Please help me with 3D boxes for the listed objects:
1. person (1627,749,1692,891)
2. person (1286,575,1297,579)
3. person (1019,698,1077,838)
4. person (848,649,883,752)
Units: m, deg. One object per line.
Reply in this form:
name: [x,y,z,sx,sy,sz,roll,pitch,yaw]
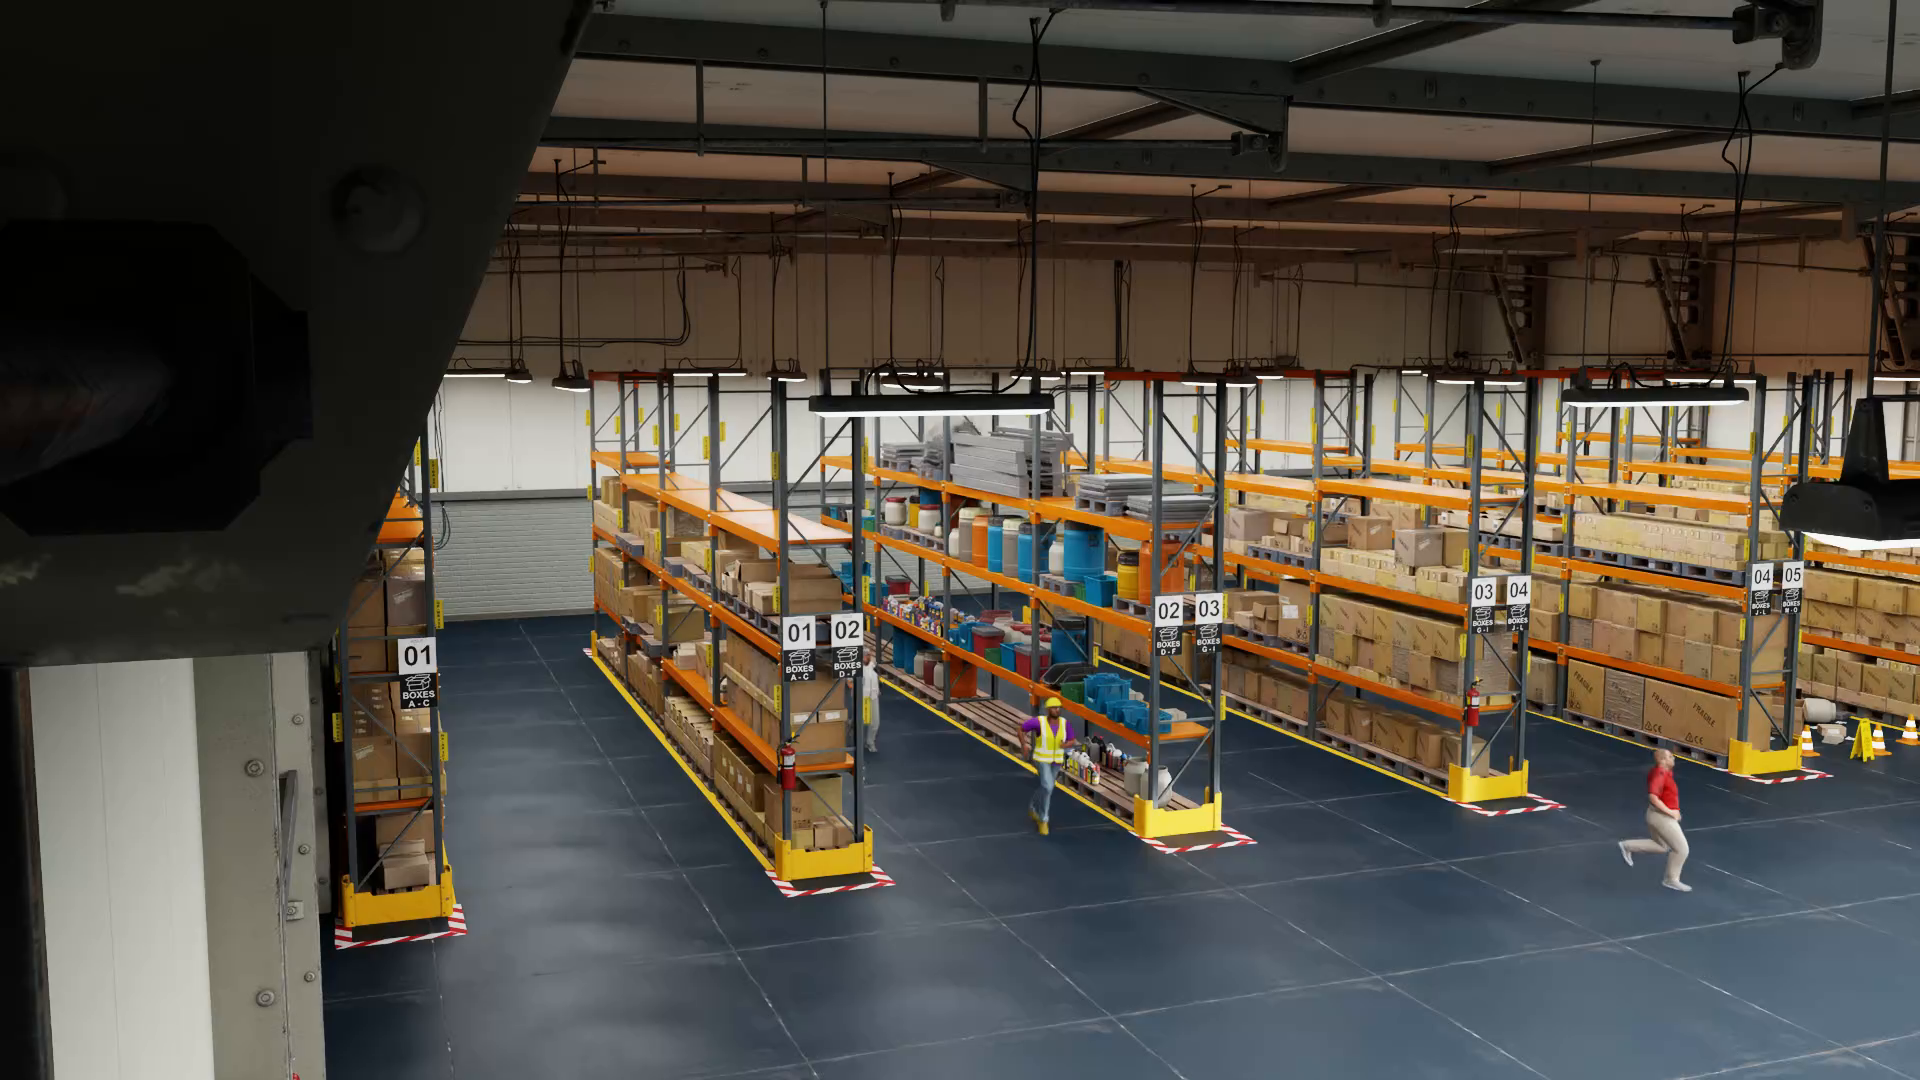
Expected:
person: [8.341,3.312,19.760,0.706,1.689,0.682,1,7,12]
person: [6.988,1.588,34.856,0.659,1.808,0.753,-2,7,-15]
person: [1.222,2.987,22.226,0.707,1.791,0.850,-3,7,-28]
person: [-1.514,2.558,26.747,0.617,1.647,0.666,-4,7,-32]
